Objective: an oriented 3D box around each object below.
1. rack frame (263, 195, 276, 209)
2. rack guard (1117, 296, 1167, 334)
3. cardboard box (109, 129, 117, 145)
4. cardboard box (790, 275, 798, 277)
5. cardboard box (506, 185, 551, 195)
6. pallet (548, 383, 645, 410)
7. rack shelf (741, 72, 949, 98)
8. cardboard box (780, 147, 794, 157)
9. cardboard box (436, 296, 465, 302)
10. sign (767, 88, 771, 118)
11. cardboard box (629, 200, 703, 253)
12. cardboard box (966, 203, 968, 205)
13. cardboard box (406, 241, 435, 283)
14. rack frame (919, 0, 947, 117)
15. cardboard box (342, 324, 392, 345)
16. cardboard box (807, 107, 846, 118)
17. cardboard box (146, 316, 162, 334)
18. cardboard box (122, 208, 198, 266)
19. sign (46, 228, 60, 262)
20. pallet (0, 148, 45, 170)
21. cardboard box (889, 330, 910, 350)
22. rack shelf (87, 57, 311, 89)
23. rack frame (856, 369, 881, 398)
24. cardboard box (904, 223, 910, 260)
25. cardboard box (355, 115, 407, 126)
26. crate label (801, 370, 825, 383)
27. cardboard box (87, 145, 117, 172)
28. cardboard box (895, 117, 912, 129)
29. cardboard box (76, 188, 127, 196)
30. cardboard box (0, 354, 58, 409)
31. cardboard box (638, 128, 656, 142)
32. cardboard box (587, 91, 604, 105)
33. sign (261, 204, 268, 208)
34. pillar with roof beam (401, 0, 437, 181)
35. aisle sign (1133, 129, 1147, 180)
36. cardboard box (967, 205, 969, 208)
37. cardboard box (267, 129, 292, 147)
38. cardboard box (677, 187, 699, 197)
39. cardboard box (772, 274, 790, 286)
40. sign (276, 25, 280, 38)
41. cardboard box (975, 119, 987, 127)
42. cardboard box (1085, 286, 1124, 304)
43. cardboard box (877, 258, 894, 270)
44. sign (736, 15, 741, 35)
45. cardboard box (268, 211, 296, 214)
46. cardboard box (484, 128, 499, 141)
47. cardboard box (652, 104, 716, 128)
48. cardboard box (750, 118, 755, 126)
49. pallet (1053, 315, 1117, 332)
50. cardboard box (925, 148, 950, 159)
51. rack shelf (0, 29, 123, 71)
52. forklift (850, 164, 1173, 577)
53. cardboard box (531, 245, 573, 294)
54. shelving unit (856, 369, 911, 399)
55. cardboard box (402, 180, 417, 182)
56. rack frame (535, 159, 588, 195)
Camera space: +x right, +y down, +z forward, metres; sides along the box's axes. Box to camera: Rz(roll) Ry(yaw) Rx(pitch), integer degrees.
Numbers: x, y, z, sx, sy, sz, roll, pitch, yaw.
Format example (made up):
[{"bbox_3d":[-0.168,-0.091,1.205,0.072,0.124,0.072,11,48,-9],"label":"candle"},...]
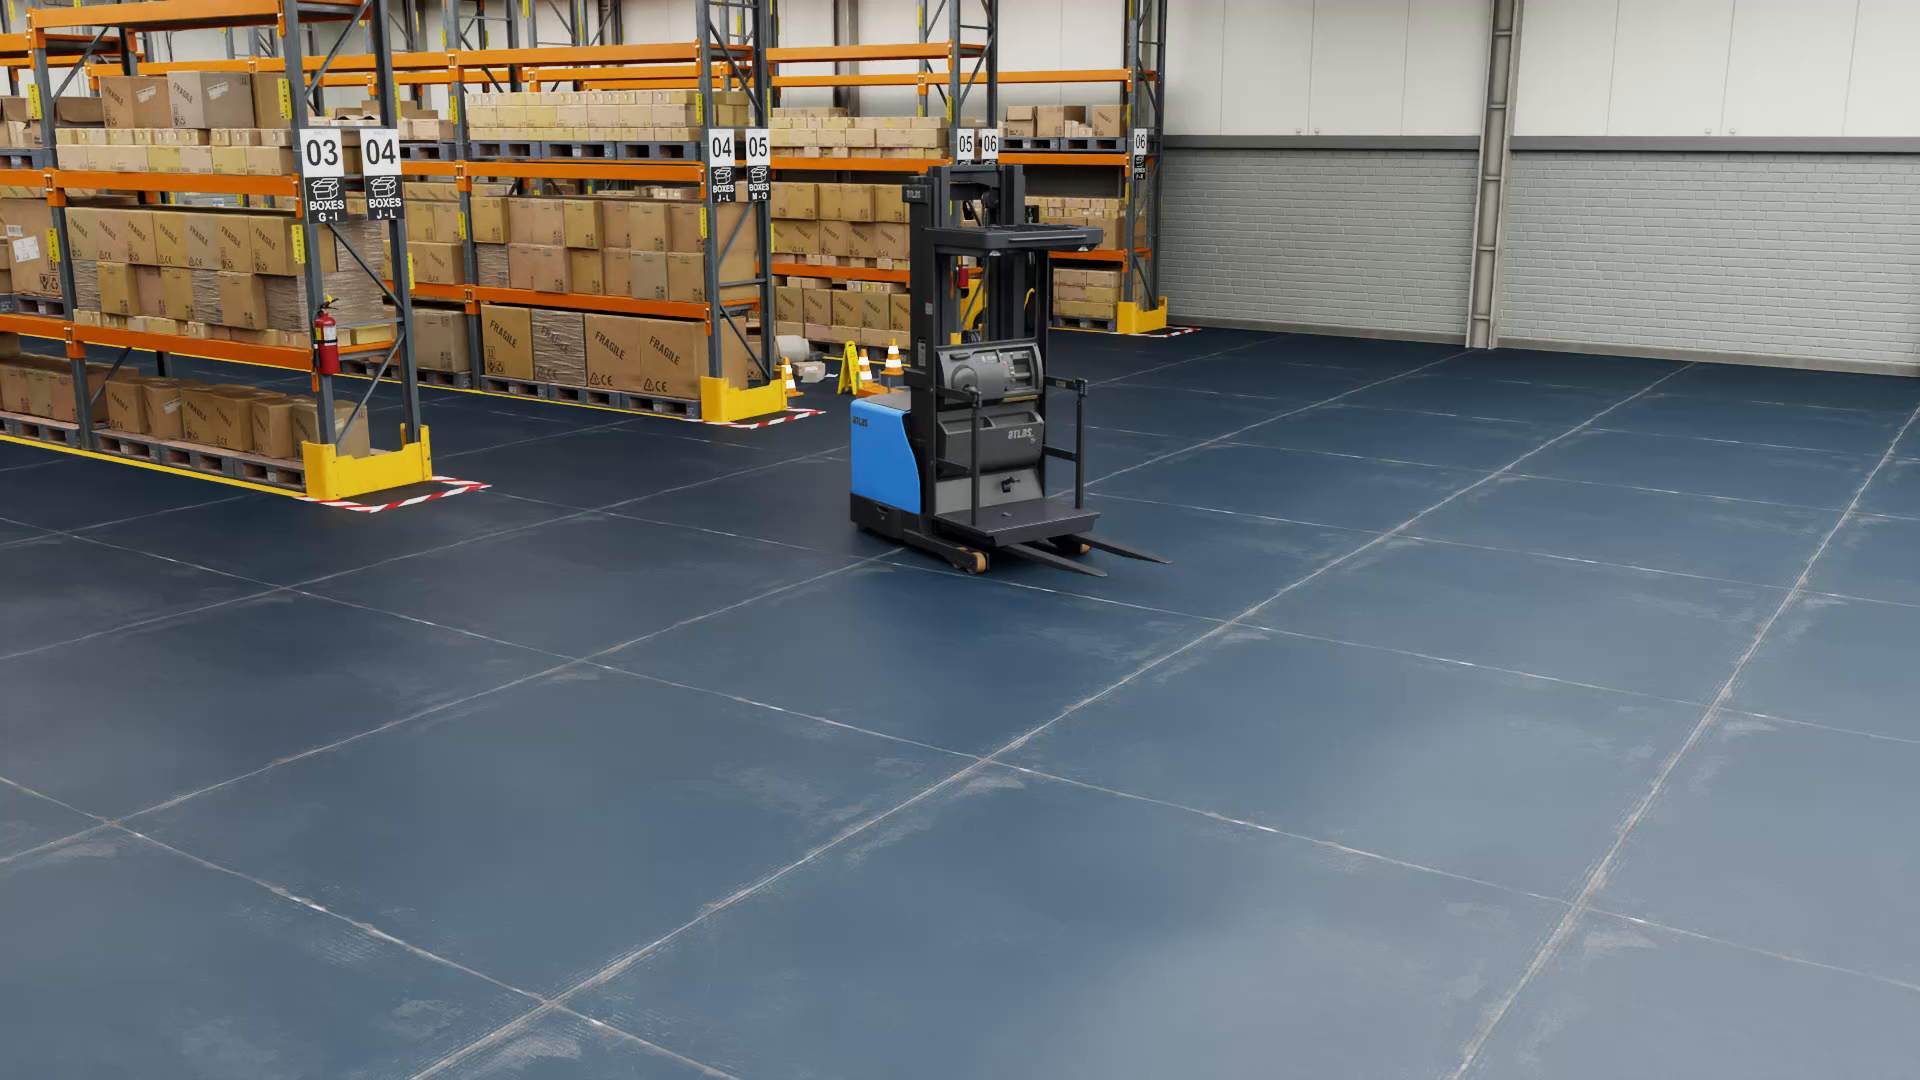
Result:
[{"bbox_3d":[-9.131,-3.976,23.144,0.127,3.000,1.000,9,17,33],"label":"rack frame"},{"bbox_3d":[2.973,-3.678,27.139,0.348,0.500,1.175,9,17,33],"label":"rack guard"},{"bbox_3d":[-7.866,-3.849,15.870,0.250,0.149,0.380,10,17,34],"label":"cardboard box"},{"bbox_3d":[-2.628,-4.846,30.724,0.625,0.625,0.875,10,17,35],"label":"cardboard box"},{"bbox_3d":[-7.027,-5.528,27.123,0.500,0.500,0.500,9,16,31],"label":"cardboard box"},{"bbox_3d":[-4.208,-1.805,20.177,1.213,0.211,1.003,9,17,33],"label":"pallet"},{"bbox_3d":[-2.025,-8.068,29.516,4.000,0.370,1.077,9,17,33],"label":"rack shelf"},{"bbox_3d":[-2.372,-5.585,23.922,0.250,0.149,0.380,10,17,34],"label":"cardboard box"},{"bbox_3d":[-8.458,-4.499,28.803,0.875,0.875,0.875,10,17,34],"label":"cardboard box"},{"bbox_3d":[-2.178,-4.932,18.778,0.005,0.325,0.100,9,17,33],"label":"sign"},{"bbox_3d":[-3.287,-3.613,19.118,0.550,0.550,0.875,9,17,33],"label":"cardboard box"},{"bbox_3d":[0.217,-5.787,28.281,0.250,0.149,0.380,9,16,32],"label":"cardboard box"},{"bbox_3d":[-6.813,-3.573,21.306,0.500,0.500,0.500,9,17,32],"label":"cardboard box"},{"bbox_3d":[-0.366,-8.343,28.298,0.127,3.000,1.000,9,17,33],"label":"rack frame"},{"bbox_3d":[-5.448,-1.892,15.246,0.250,0.149,0.380,9,17,33],"label":"cardboard box"},{"bbox_3d":[-2.375,-7.442,29.610,0.500,0.500,0.500,10,17,34],"label":"cardboard box"},{"bbox_3d":[-7.602,-2.091,16.050,0.250,0.149,0.380,9,17,33],"label":"cardboard box"},{"bbox_3d":[-7.602,-2.898,15.879,0.500,0.500,0.500,9,17,33],"label":"cardboard box"},{"bbox_3d":[-8.970,-2.915,16.448,0.005,0.325,0.100,9,17,33],"label":"sign"},{"bbox_3d":[-9.116,-3.933,17.119,1.003,0.211,1.213,9,17,33],"label":"pallet"},{"bbox_3d":[-0.654,-2.831,23.366,0.500,0.250,0.500,9,17,33],"label":"cardboard box"},{"bbox_3d":[-10.790,-6.613,23.641,4.000,0.370,1.077,9,17,33],"label":"rack shelf"},{"bbox_3d":[-0.779,-0.862,14.308,0.240,1.200,0.015,-10,17,-34],"label":"rack frame"},{"bbox_3d":[-0.418,-4.115,22.876,0.500,0.500,0.500,9,16,32],"label":"cardboard box"},{"bbox_3d":[-7.389,-5.296,21.337,0.500,0.311,0.500,8,16,31],"label":"cardboard box"},{"bbox_3d":[-1.915,-2.141,21.687,0.298,0.136,0.250,1,14,4],"label":"crate label"},{"bbox_3d":[-7.991,-3.666,15.961,0.500,0.250,0.500,9,17,32],"label":"cardboard box"},{"bbox_3d":[-0.674,-5.684,22.665,0.250,0.149,0.380,9,16,32],"label":"cardboard box"},{"bbox_3d":[-12.991,-5.200,25.180,0.500,0.500,0.500,9,16,31],"label":"cardboard box"},{"bbox_3d":[-10.474,-1.769,18.512,0.500,0.500,0.700,11,18,37],"label":"cardboard box"},{"bbox_3d":[-3.380,-4.535,18.600,0.250,0.149,0.380,9,17,34],"label":"cardboard box"},{"bbox_3d":[-4.016,-5.025,18.919,0.250,0.149,0.380,9,16,32],"label":"cardboard box"},{"bbox_3d":[-9.426,-4.390,22.572,0.005,0.325,0.100,9,17,33],"label":"sign"},{"bbox_3d":[-14.460,-9.635,33.518,0.400,9.000,9.100,9,17,33],"label":"pillar with roof beam"},{"bbox_3d":[2.844,-6.089,26.267,0.004,0.787,0.394,9,17,33],"label":"aisle sign"},{"bbox_3d":[0.200,-5.635,28.286,0.250,0.149,0.380,9,17,33],"label":"cardboard box"},{"bbox_3d":[-5.749,-3.480,14.378,0.250,0.149,0.380,9,17,33],"label":"cardboard box"},{"bbox_3d":[-4.284,-5.411,25.888,0.250,0.149,0.380,10,17,36],"label":"cardboard box"},{"bbox_3d":[-2.724,-3.827,24.477,0.250,0.149,0.380,9,17,34],"label":"cardboard box"},{"bbox_3d":[-12.775,-9.560,31.106,0.005,0.325,0.100,9,17,33],"label":"sign"},{"bbox_3d":[0.189,-6.936,27.959,0.500,0.311,0.500,10,17,34],"label":"cardboard box"},{"bbox_3d":[2.375,-4.009,27.083,0.500,0.250,0.500,9,16,32],"label":"cardboard box"},{"bbox_3d":[-0.947,-3.869,23.231,0.250,0.149,0.380,10,17,34],"label":"cardboard box"},{"bbox_3d":[-3.979,-9.261,29.901,0.005,0.325,0.100,9,17,33],"label":"sign"},{"bbox_3d":[-6.060,-2.803,15.495,0.500,0.500,0.500,9,17,33],"label":"cardboard box"},{"bbox_3d":[-5.483,-4.875,19.974,0.250,0.149,0.380,9,17,33],"label":"cardboard box"},{"bbox_3d":[-3.054,-4.693,18.409,0.500,0.250,0.500,9,17,34],"label":"cardboard box"},{"bbox_3d":[-2.822,-6.025,24.041,0.250,0.149,0.380,10,17,34],"label":"cardboard box"},{"bbox_3d":[2.296,-3.635,27.567,1.213,0.211,1.003,9,17,33],"label":"pallet"},{"bbox_3d":[-0.266,-5.230,22.489,0.250,0.149,0.380,9,17,33],"label":"cardboard box"},{"bbox_3d":[-10.323,-5.101,17.533,4.000,0.370,1.077,9,17,33],"label":"rack shelf"},{"bbox_3d":[0.361,-1.301,12.478,1.130,2.935,3.031,-10,17,-34],"label":"forklift"},{"bbox_3d":[-4.647,-3.300,20.101,0.550,0.550,0.875,9,17,33],"label":"cardboard box"},{"bbox_3d":[-0.638,-0.814,14.114,0.258,1.200,0.503,-10,17,-34],"label":"shelving unit"},{"bbox_3d":[-10.031,-6.159,29.673,0.500,0.500,0.500,9,17,33],"label":"cardboard box"},{"bbox_3d":[-6.452,-4.977,27.185,0.127,3.000,1.000,9,17,33],"label":"rack frame"}]
